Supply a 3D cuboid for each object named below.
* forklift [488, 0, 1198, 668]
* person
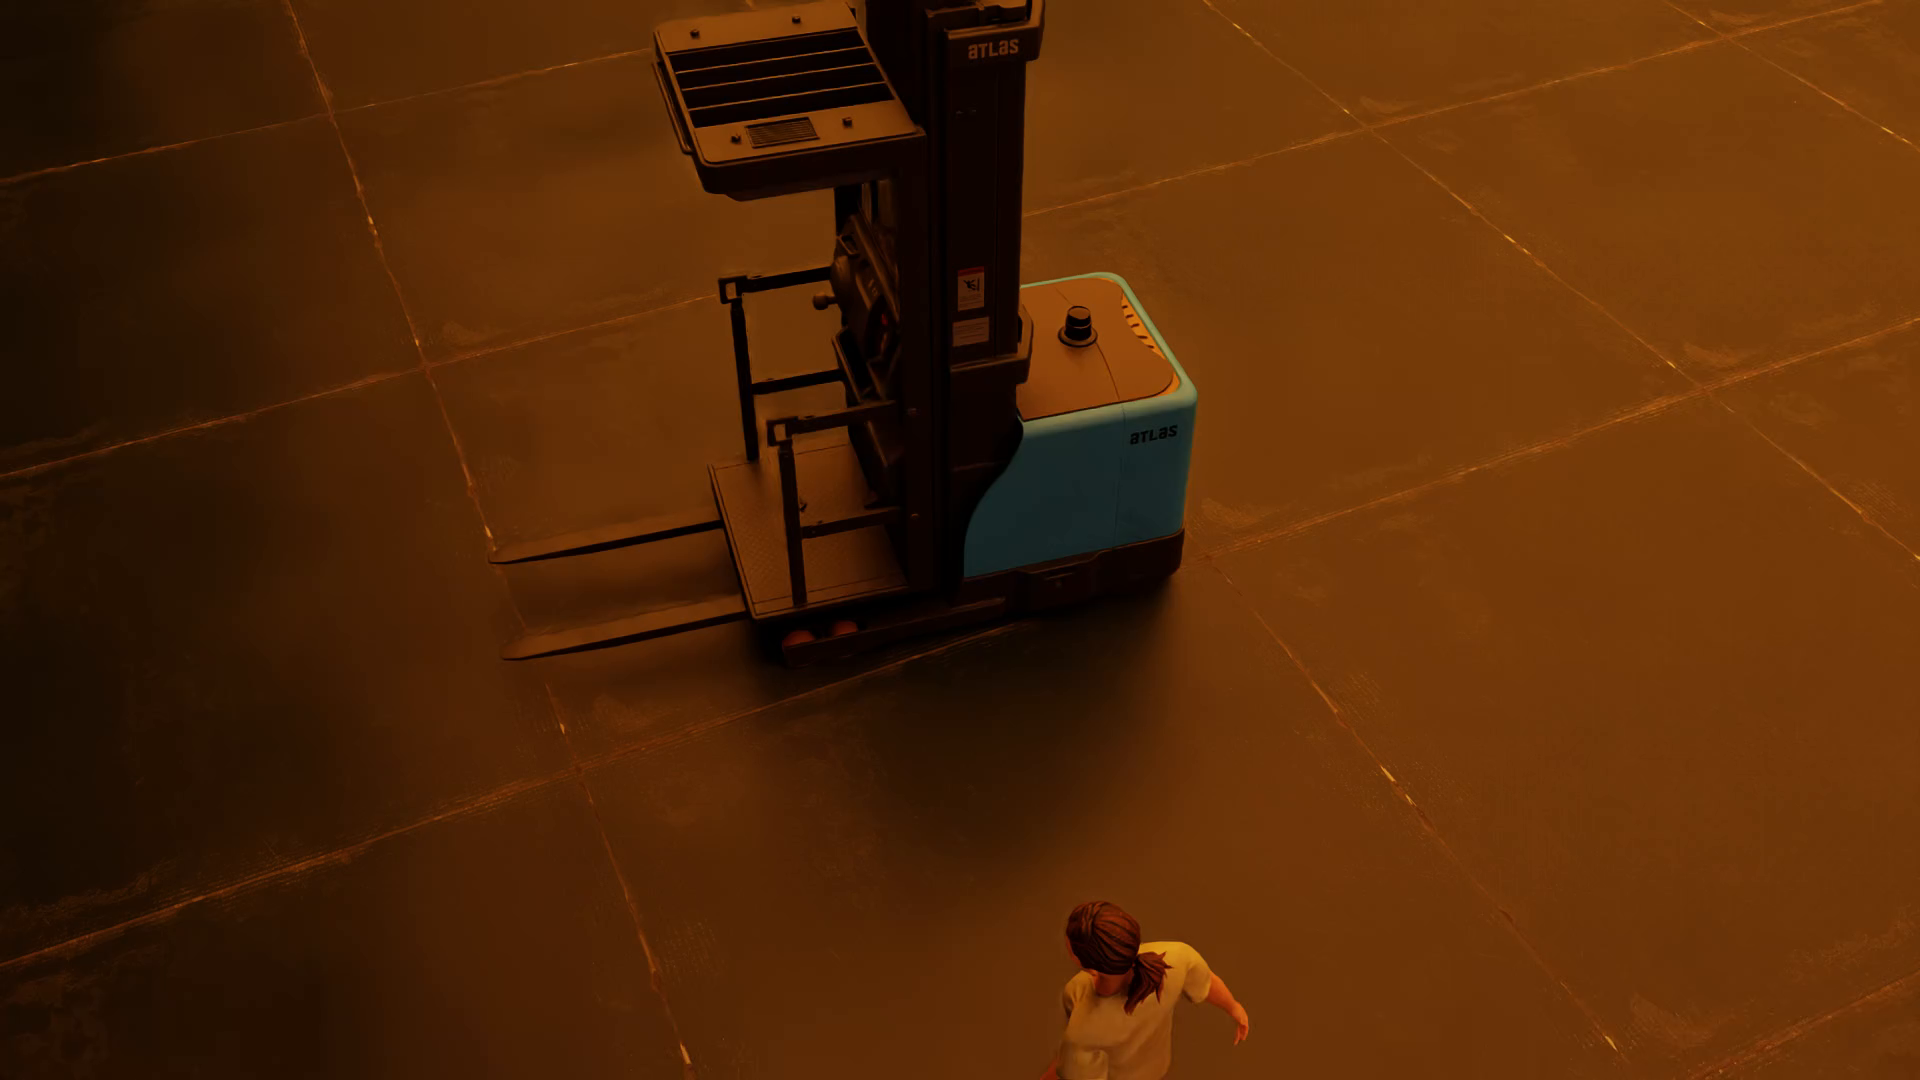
[{"bbox_3d":[-0.565,-0.924,6.670,3.031,2.935,1.130,-12,44,-12],"label":"forklift"},{"bbox_3d":[0.523,1.614,4.956,0.814,1.640,0.487,-25,49,-25],"label":"person"}]
